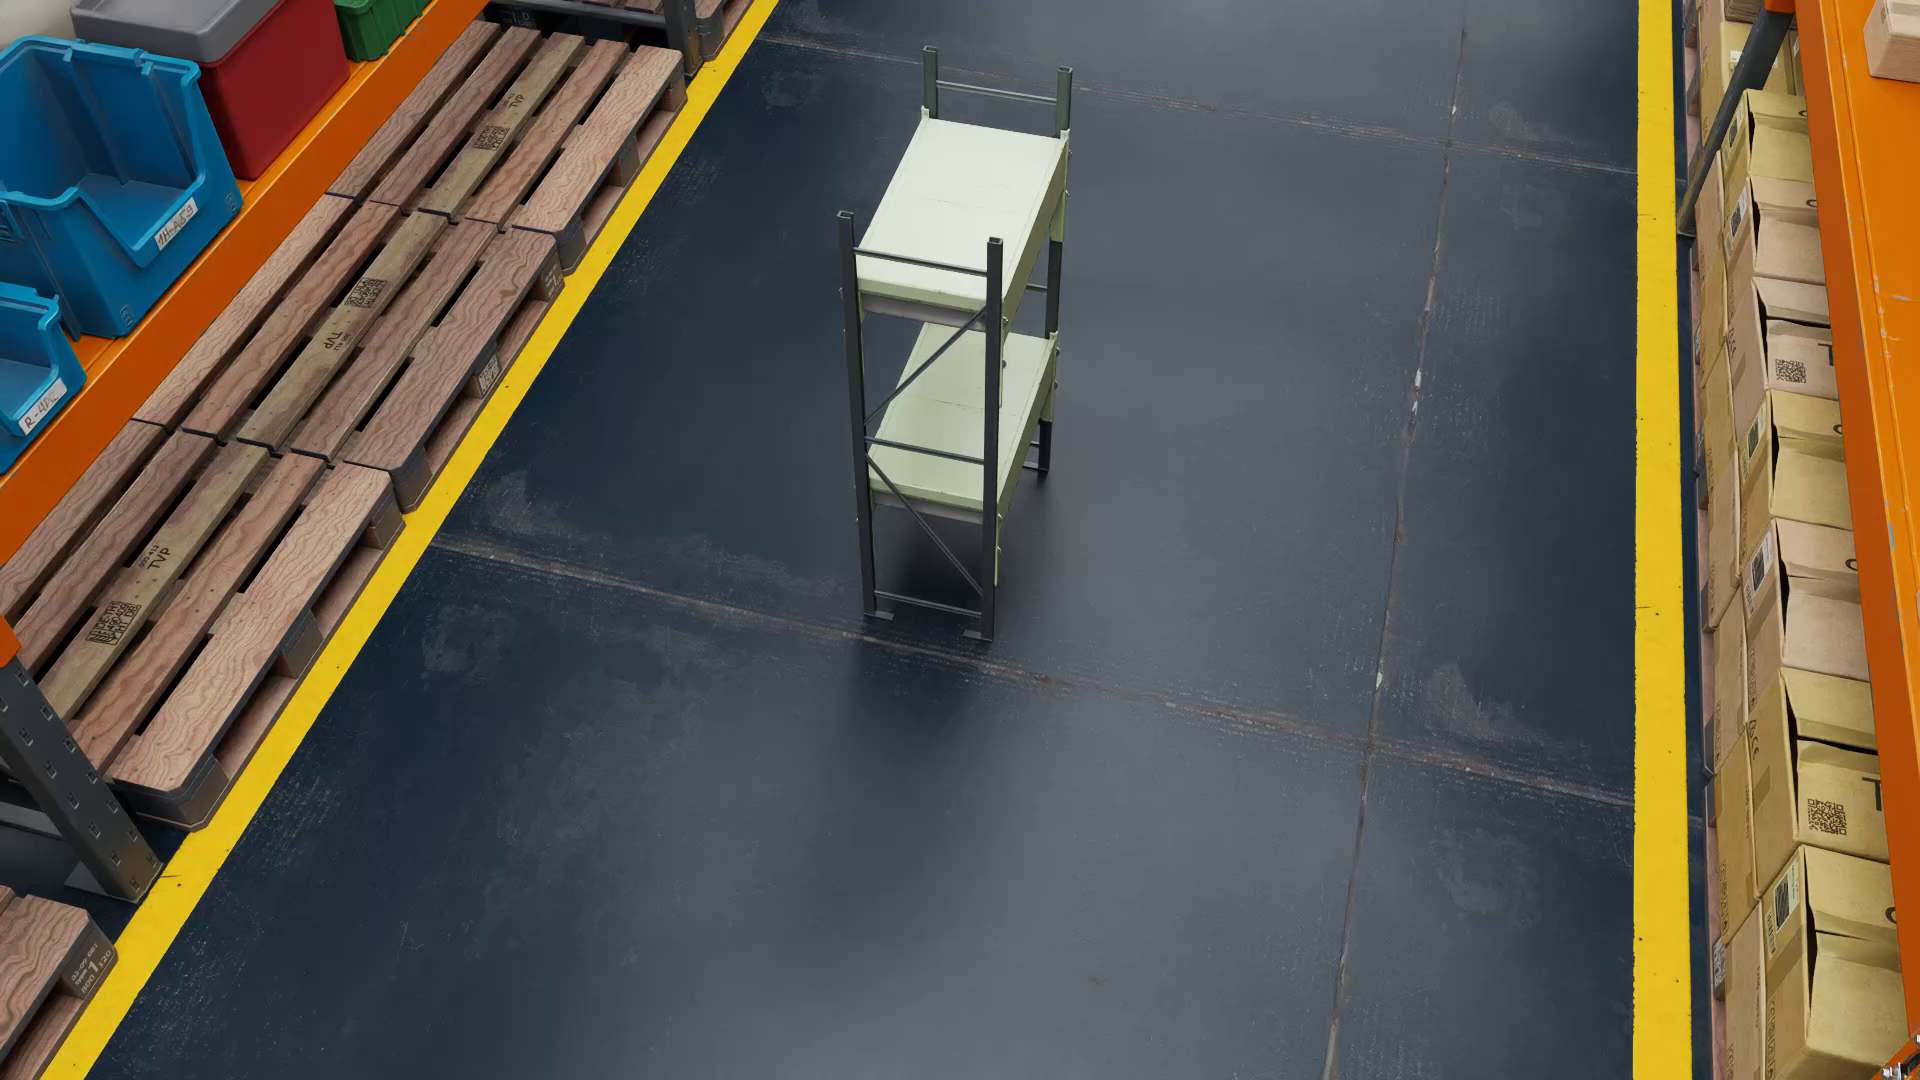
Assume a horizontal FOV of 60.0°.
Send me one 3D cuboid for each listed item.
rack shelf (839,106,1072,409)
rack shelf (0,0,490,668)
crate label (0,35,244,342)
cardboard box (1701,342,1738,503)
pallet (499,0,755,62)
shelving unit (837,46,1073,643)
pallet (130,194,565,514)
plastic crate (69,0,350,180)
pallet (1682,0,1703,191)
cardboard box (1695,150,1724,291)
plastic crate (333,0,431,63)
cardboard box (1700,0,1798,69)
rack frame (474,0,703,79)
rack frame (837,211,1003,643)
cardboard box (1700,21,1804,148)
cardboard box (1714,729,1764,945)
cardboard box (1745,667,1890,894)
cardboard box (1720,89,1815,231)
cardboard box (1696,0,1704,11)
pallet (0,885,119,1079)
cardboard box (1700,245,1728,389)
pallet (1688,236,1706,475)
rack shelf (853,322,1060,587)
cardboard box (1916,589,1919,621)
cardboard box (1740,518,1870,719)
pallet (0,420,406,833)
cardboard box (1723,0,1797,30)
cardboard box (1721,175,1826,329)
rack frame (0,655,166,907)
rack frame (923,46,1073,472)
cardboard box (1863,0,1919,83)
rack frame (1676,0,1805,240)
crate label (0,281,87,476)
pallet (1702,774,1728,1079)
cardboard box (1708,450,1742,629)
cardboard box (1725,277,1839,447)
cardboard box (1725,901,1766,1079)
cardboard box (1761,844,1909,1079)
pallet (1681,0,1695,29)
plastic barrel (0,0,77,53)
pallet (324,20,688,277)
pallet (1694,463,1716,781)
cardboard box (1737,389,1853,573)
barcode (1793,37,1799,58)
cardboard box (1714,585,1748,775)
[{"bbox_3d":[0.002,-0.759,4.399,0.431,0.370,0.720,12,50,10],"label":"rack shelf"},{"bbox_3d":[-2.110,-1.377,4.944,1.077,0.370,4.000,12,50,10],"label":"rack shelf"},{"bbox_3d":[-2.114,-0.845,3.972,0.502,0.435,0.616,12,50,10],"label":"crate label"},{"bbox_3d":[2.579,-0.323,5.088,0.500,0.250,0.500,10,49,9],"label":"cardboard box"},{"bbox_3d":[-1.367,-2.616,7.418,1.003,0.211,1.213,12,50,10],"label":"pallet"},{"bbox_3d":[0.002,-0.501,4.692,0.431,1.500,0.755,12,50,10],"label":"shelving unit"},{"bbox_3d":[-2.072,-0.678,5.707,1.003,0.211,1.213,12,50,10],"label":"pallet"},{"bbox_3d":[-1.916,-1.298,4.352,0.402,0.464,0.583,12,50,10],"label":"plastic crate"},{"bbox_3d":[3.444,-1.726,6.632,1.003,0.211,1.213,12,50,10],"label":"pallet"},{"bbox_3d":[2.849,-1.068,5.745,0.500,0.250,0.500,10,49,9],"label":"cardboard box"},{"bbox_3d":[-1.770,-1.676,4.870,0.450,0.188,0.662,12,50,10],"label":"plastic crate"},{"bbox_3d":[3.246,-2.049,6.611,0.500,0.250,0.500,12,50,10],"label":"cardboard box"},{"bbox_3d":[-1.584,-3.061,5.951,1.000,3.000,0.127,12,50,10],"label":"rack frame"},{"bbox_3d":[-0.095,-0.236,4.458,0.400,1.500,0.023,12,50,10],"label":"rack frame"},{"bbox_3d":[3.105,-1.689,6.294,0.500,0.250,0.500,12,50,10],"label":"cardboard box"},{"bbox_3d":[2.176,0.781,4.114,0.500,0.250,0.500,11,49,10],"label":"cardboard box"},{"bbox_3d":[2.172,0.593,3.906,0.500,0.311,0.500,11,49,9],"label":"cardboard box"},{"bbox_3d":[2.845,-1.246,5.529,0.500,0.311,0.500,12,50,10],"label":"cardboard box"},{"bbox_3d":[3.364,-2.413,6.933,0.500,0.250,0.500,12,50,10],"label":"cardboard box"},{"bbox_3d":[-2.804,1.333,3.933,1.003,0.211,1.213,12,50,10],"label":"pallet"},{"bbox_3d":[2.713,-0.698,5.419,0.500,0.250,0.500,13,50,11],"label":"cardboard box"},{"bbox_3d":[3.038,-0.618,5.655,1.003,0.211,1.213,12,50,10],"label":"pallet"},{"bbox_3d":[0.002,-0.285,4.936,0.431,0.370,0.720,12,50,10],"label":"rack shelf"},{"bbox_3d":[2.111,0.190,3.249,0.380,0.149,0.250,12,50,10],"label":"cardboard box"},{"bbox_3d":[2.307,0.228,4.228,0.500,0.311,0.500,11,50,10],"label":"cardboard box"},{"bbox_3d":[-2.395,0.202,4.931,1.003,0.211,1.213,12,50,10],"label":"pallet"},{"bbox_3d":[3.248,-2.296,6.330,0.500,0.500,0.500,12,50,10],"label":"cardboard box"},{"bbox_3d":[2.708,-0.885,5.210,0.500,0.311,0.500,11,49,10],"label":"cardboard box"},{"bbox_3d":[-2.637,-0.168,3.398,1.000,3.000,0.127,12,50,10],"label":"rack frame"},{"bbox_3d":[0.098,-0.766,4.926,0.400,1.500,0.023,12,50,10],"label":"rack frame"},{"bbox_3d":[2.763,-1.398,4.650,0.380,0.149,0.250,12,50,10],"label":"cardboard box"},{"bbox_3d":[3.194,-2.081,5.086,1.000,3.000,0.127,12,50,10],"label":"rack frame"},{"bbox_3d":[-2.164,-0.344,3.664,0.303,0.233,0.416,12,50,10],"label":"crate label"},{"bbox_3d":[2.395,1.147,4.097,1.003,0.211,1.213,12,50,10],"label":"pallet"},{"bbox_3d":[2.444,0.045,4.764,0.500,0.250,0.500,12,50,11],"label":"cardboard box"},{"bbox_3d":[2.573,-0.511,4.880,0.500,0.311,0.500,10,49,9],"label":"cardboard box"},{"bbox_3d":[2.044,1.154,3.785,0.500,0.250,0.500,13,50,11],"label":"cardboard box"},{"bbox_3d":[2.041,0.970,3.573,0.500,0.311,0.500,13,50,11],"label":"cardboard box"},{"bbox_3d":[3.763,-2.611,7.413,1.003,0.211,1.213,12,50,10],"label":"pallet"},{"bbox_3d":[-2.461,-1.296,4.319,0.421,0.512,0.421,0,49,0],"label":"plastic barrel"},{"bbox_3d":[-1.753,-1.563,6.489,1.003,0.211,1.213,12,50,10],"label":"pallet"},{"bbox_3d":[2.718,0.267,4.873,1.003,0.211,1.213,12,50,10],"label":"pallet"},{"bbox_3d":[2.441,-0.134,4.547,0.500,0.311,0.500,13,50,11],"label":"cardboard box"},{"bbox_3d":[2.725,-1.615,5.408,0.001,0.075,0.075,12,50,10],"label":"barcode"},{"bbox_3d":[2.312,0.418,4.435,0.500,0.250,0.500,13,50,11],"label":"cardboard box"}]
